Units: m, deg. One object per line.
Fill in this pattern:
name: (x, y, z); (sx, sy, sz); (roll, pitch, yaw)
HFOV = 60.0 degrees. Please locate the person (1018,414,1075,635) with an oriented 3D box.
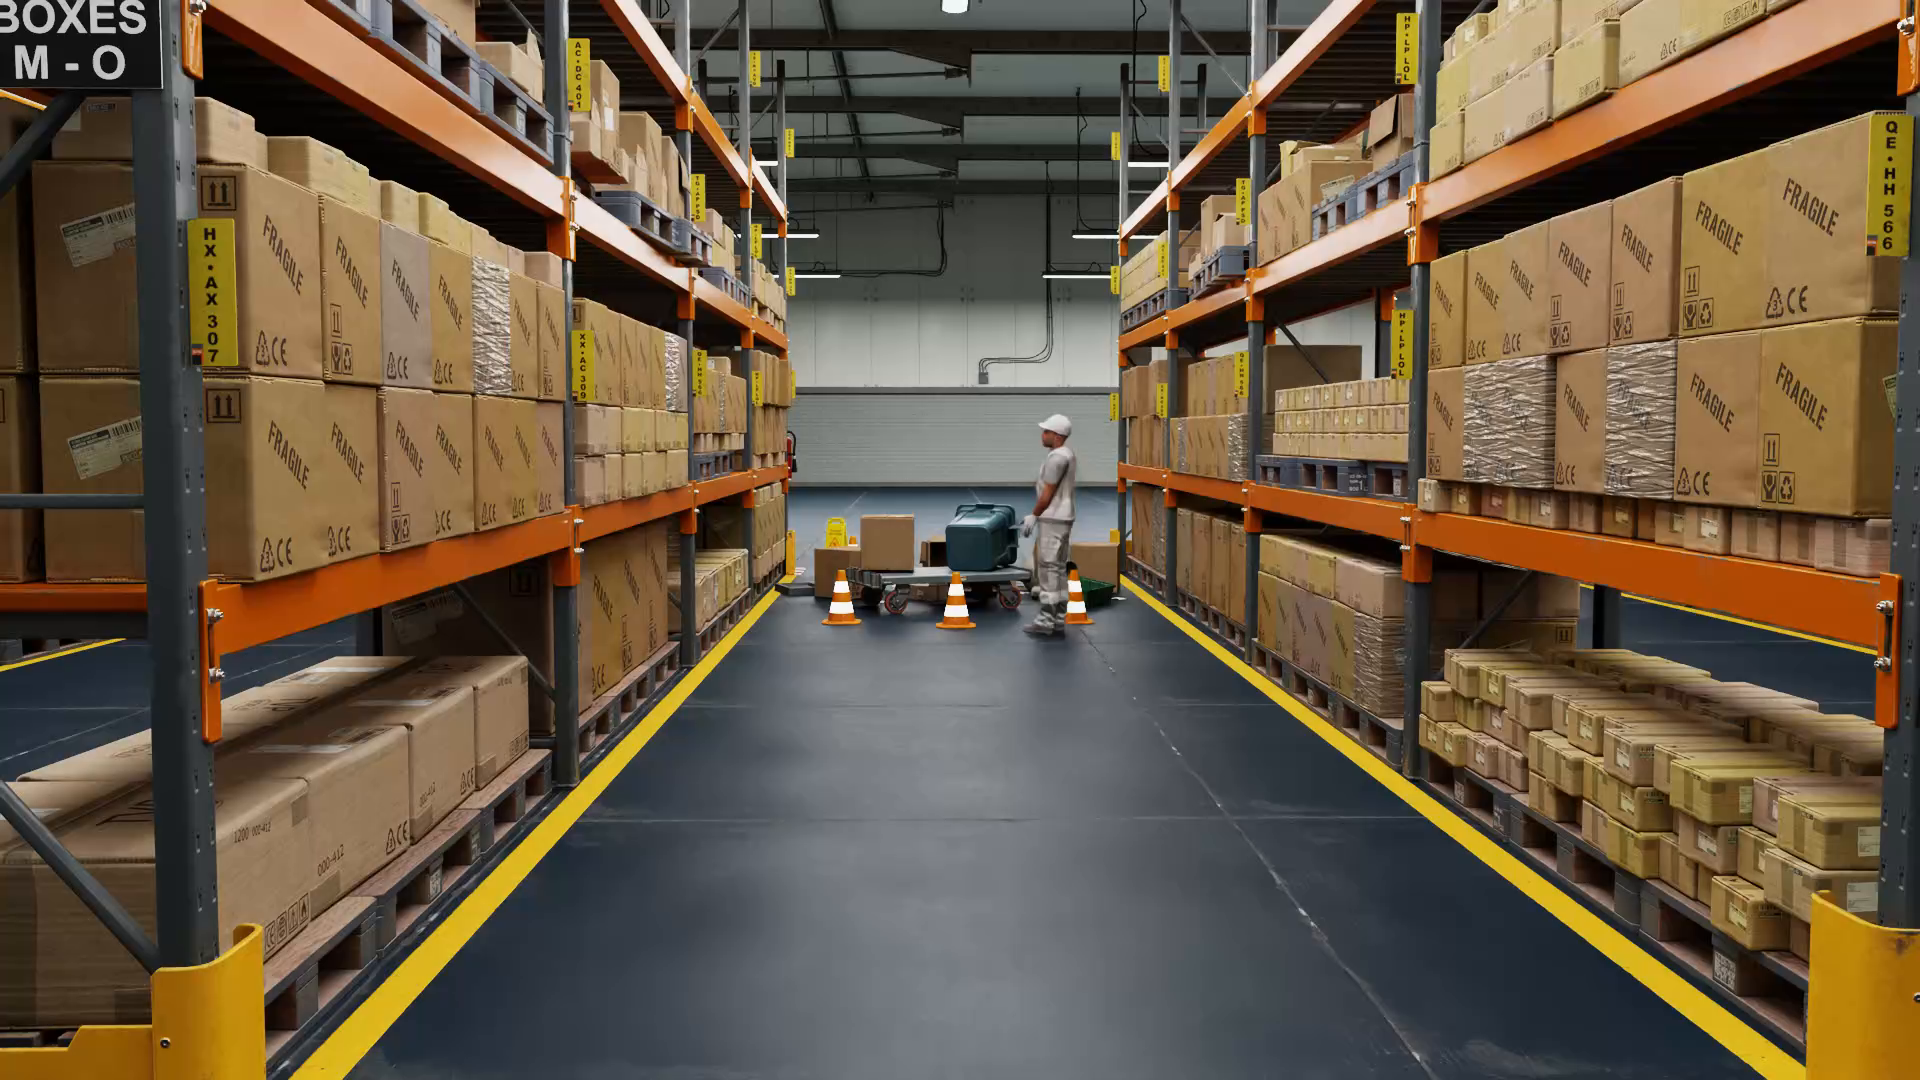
person: (0.727, -0.130, 13.644); (0.437, 1.800, 0.584); (1, 4, 13)
